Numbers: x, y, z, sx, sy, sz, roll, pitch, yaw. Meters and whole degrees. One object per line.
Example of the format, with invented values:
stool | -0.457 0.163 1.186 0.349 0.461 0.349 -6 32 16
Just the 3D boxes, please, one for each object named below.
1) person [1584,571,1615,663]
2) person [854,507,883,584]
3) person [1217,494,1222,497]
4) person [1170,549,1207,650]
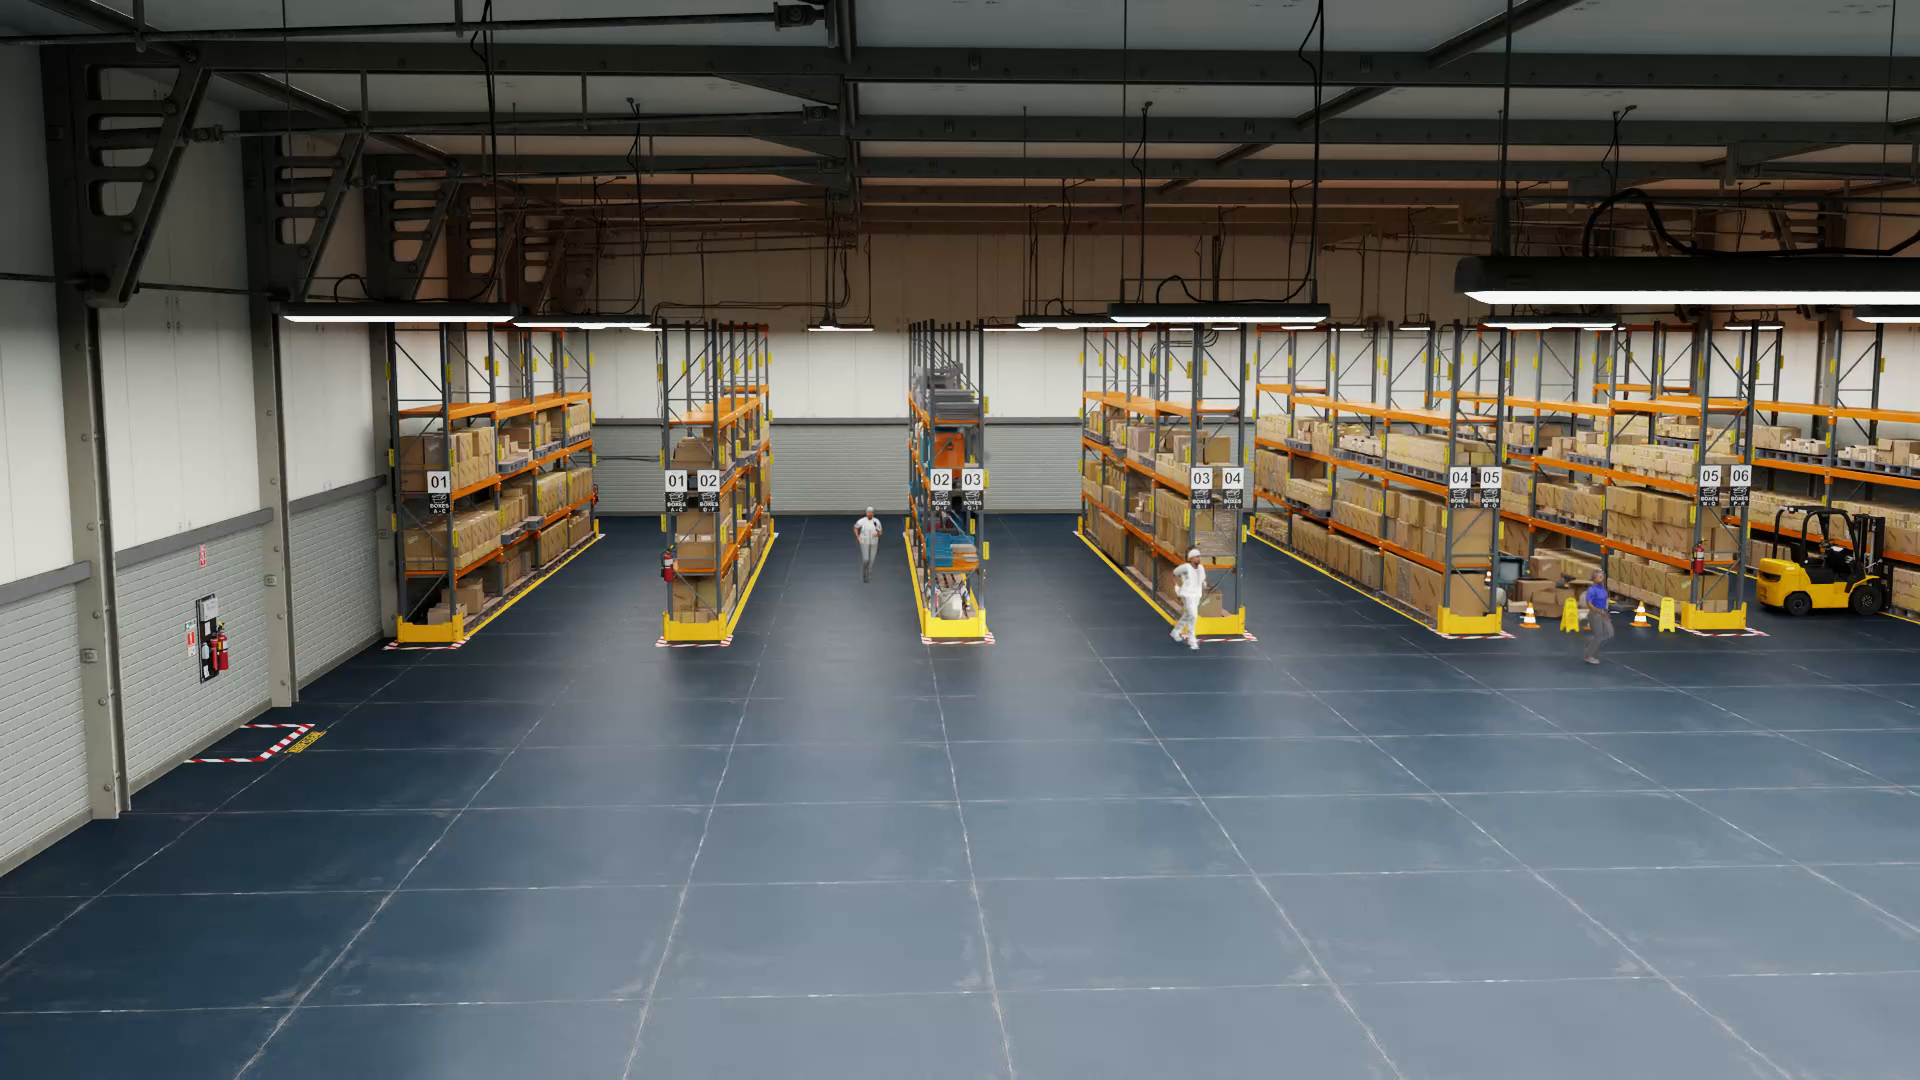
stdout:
person | 11.172 1.353 29.054 0.586 1.607 0.479 -6 10 -42
person | -1.994 0.120 36.575 0.599 1.695 0.593 -2 7 -14
person | 7.264 -0.713 45.083 0.739 1.864 0.851 0 7 3
person | 4.246 1.080 30.662 0.692 1.839 0.824 -6 9 -39
